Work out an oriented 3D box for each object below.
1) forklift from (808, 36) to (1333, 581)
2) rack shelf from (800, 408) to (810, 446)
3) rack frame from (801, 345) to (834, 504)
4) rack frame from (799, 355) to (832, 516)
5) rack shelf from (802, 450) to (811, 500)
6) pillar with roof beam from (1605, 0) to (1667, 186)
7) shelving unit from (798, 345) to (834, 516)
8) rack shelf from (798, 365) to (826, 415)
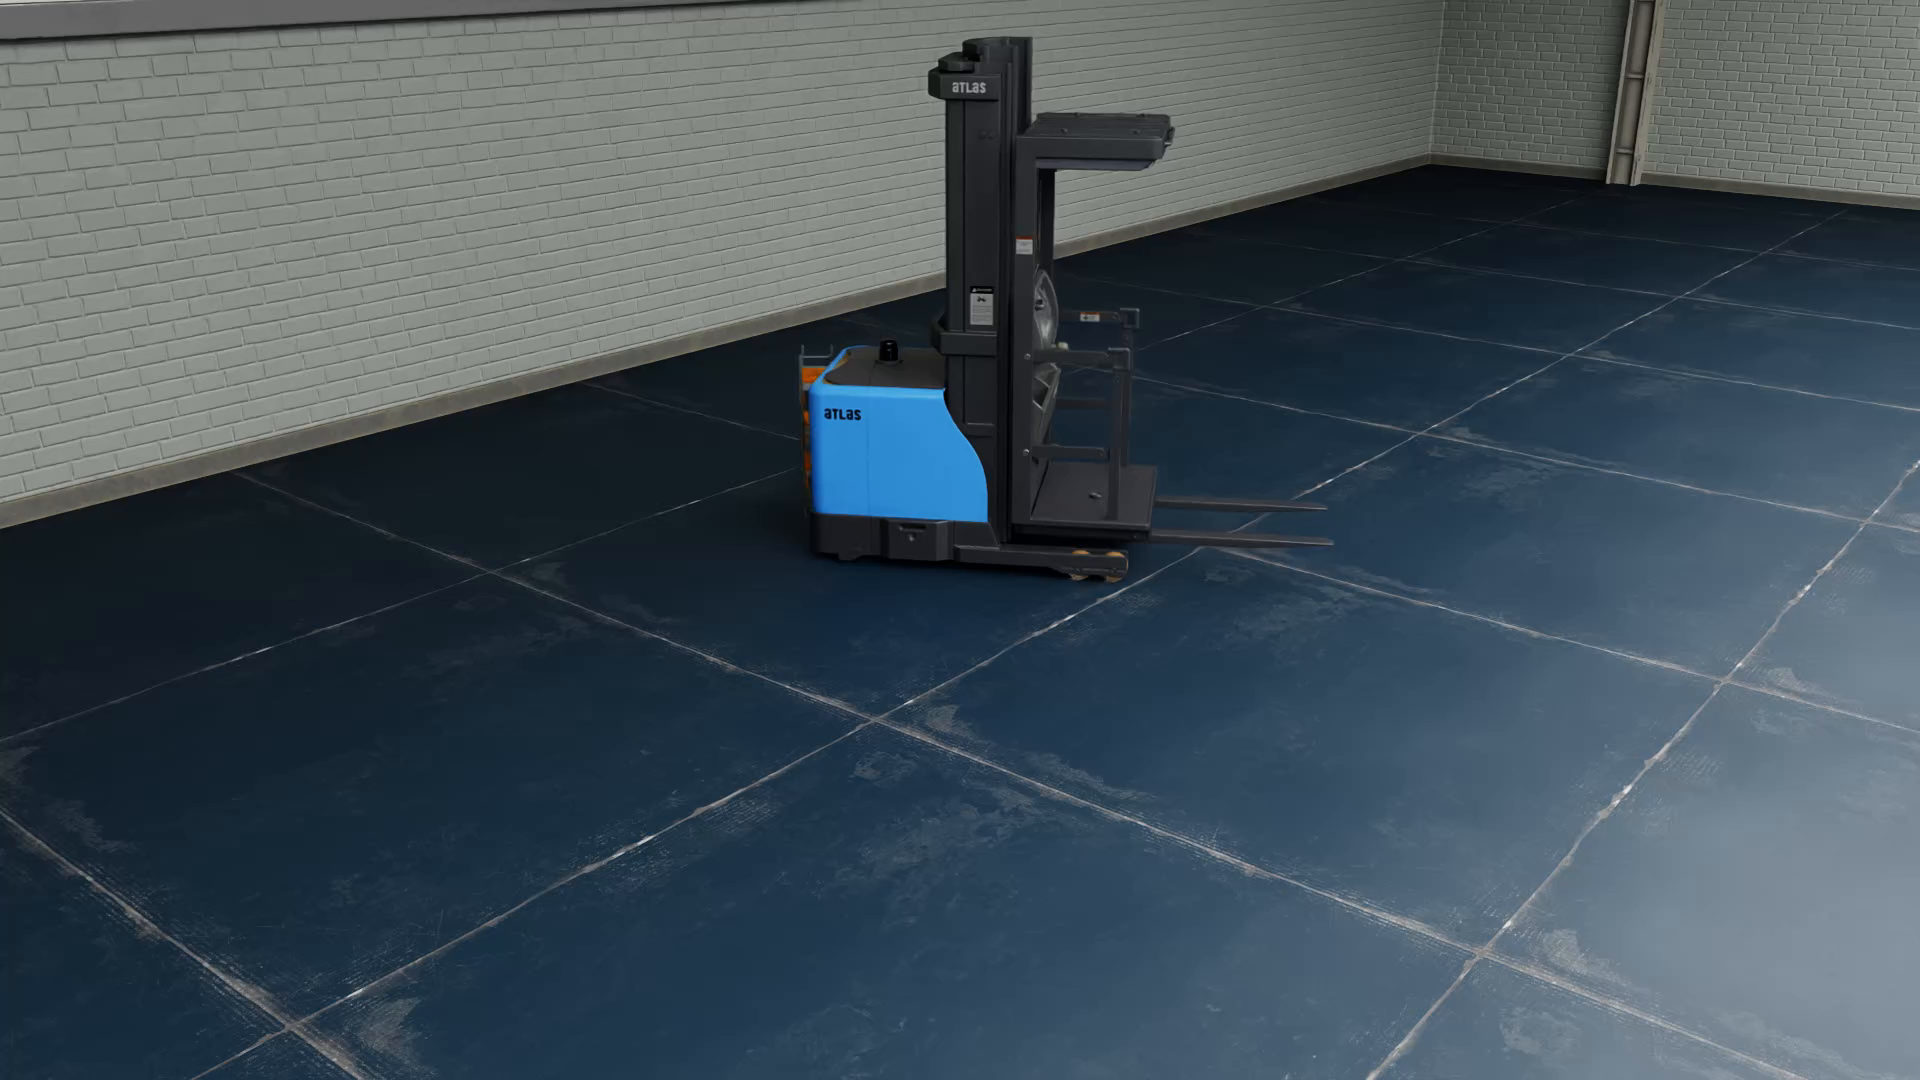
[{"bbox_3d":[0.680,-1.335,9.555,3.031,2.935,1.130,3,21,8],"label":"forklift"},{"bbox_3d":[-0.893,-0.677,10.506,0.215,0.259,0.240,-1,21,-1],"label":"rack shelf"},{"bbox_3d":[-0.896,-0.730,10.616,0.200,1.050,0.008,-1,21,-1],"label":"rack frame"},{"bbox_3d":[-0.889,-0.644,10.388,0.200,1.050,0.008,-1,21,-1],"label":"rack frame"},{"bbox_3d":[-0.893,-0.417,10.604,0.215,0.259,0.240,-1,21,-1],"label":"rack shelf"},{"bbox_3d":[6.678,-8.091,18.869,0.400,9.000,9.100,16,26,36],"label":"pillar with roof beam"},{"bbox_3d":[-0.893,-0.687,10.502,0.215,1.050,0.252,-1,21,-1],"label":"shelving unit"},{"bbox_3d":[-0.893,-0.943,10.406,0.215,0.259,0.240,-1,21,-1],"label":"rack shelf"}]
